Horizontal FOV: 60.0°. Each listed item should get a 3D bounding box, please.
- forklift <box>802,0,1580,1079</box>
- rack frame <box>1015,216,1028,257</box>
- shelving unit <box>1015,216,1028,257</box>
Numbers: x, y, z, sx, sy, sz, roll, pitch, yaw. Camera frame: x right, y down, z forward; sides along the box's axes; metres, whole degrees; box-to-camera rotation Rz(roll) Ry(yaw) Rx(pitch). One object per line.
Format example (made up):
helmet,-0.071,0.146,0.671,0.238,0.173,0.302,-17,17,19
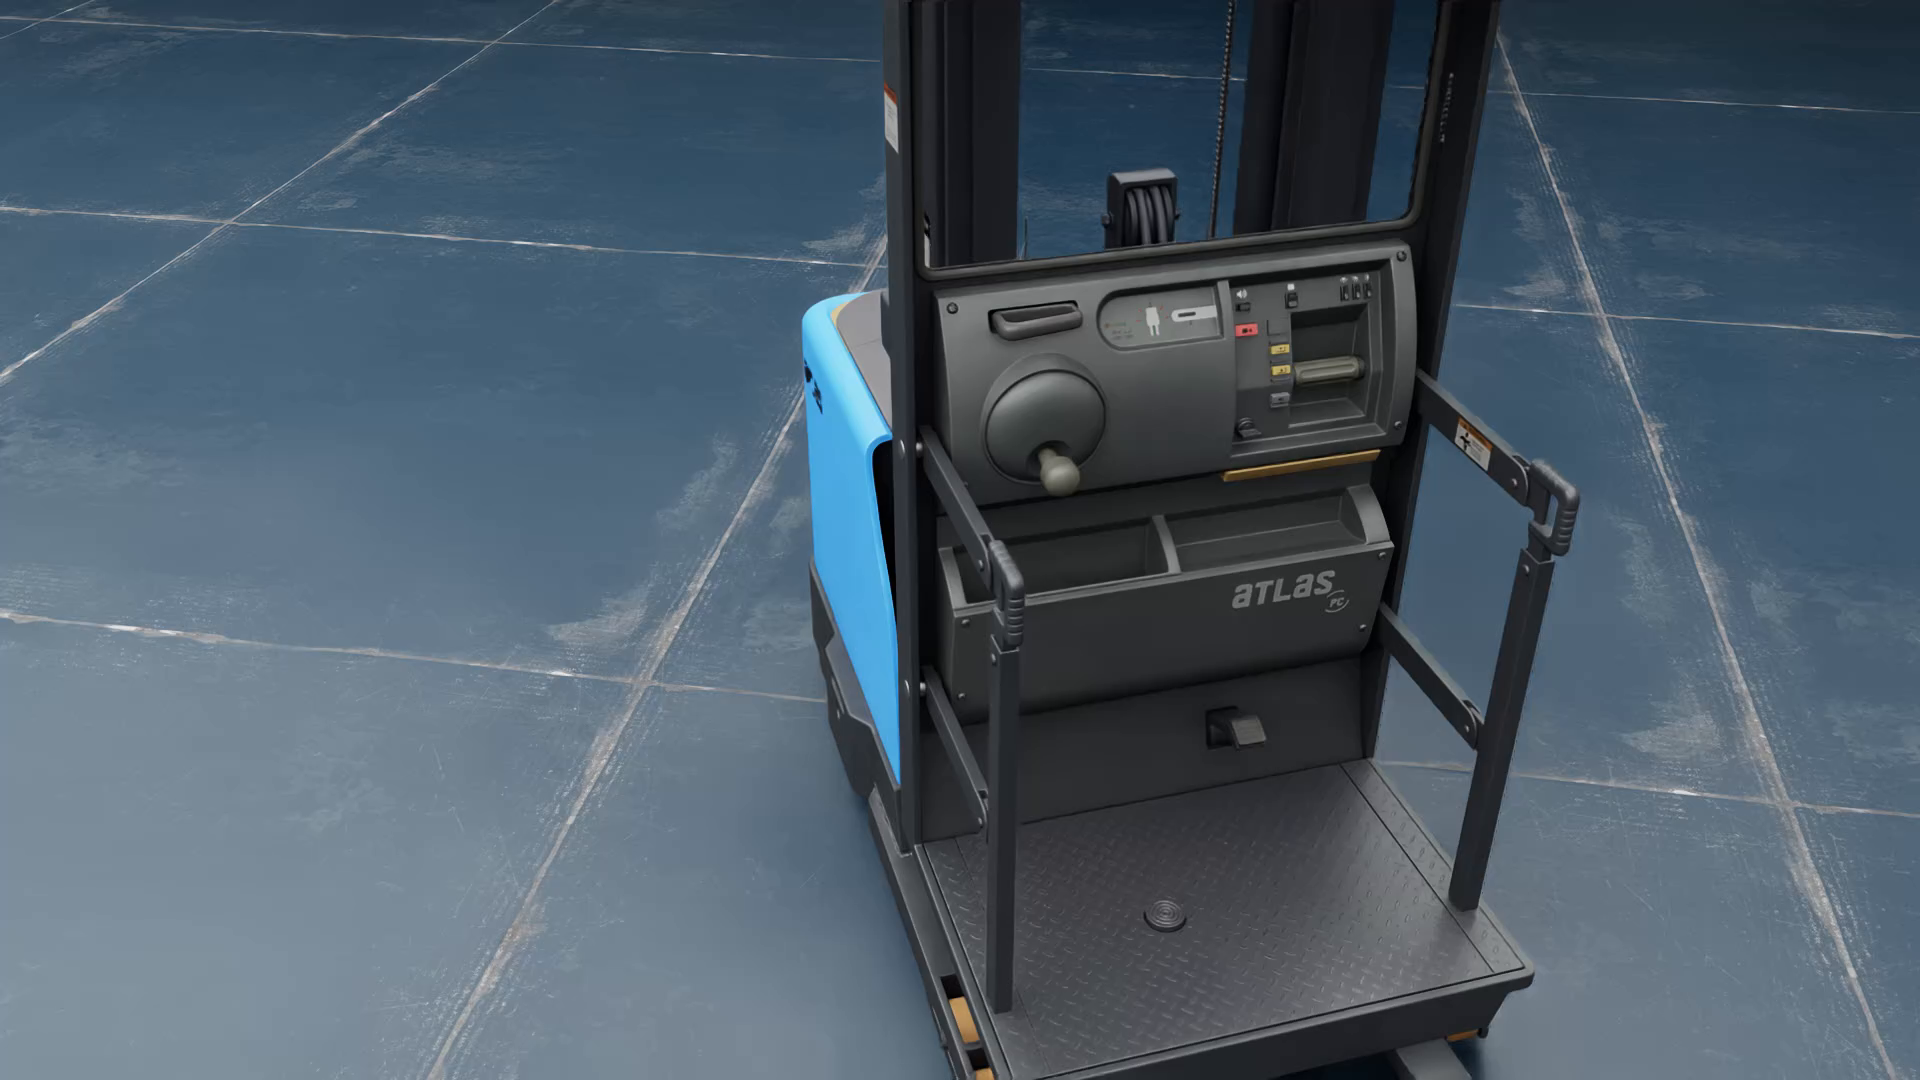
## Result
forklift,0.477,-0.263,2.908,1.130,2.935,3.031,-9,33,-13
rack frame,0.173,-0.429,4.946,0.008,1.050,0.200,5,32,8
shelving unit,0.053,-0.440,4.964,0.252,1.050,0.215,5,32,8
